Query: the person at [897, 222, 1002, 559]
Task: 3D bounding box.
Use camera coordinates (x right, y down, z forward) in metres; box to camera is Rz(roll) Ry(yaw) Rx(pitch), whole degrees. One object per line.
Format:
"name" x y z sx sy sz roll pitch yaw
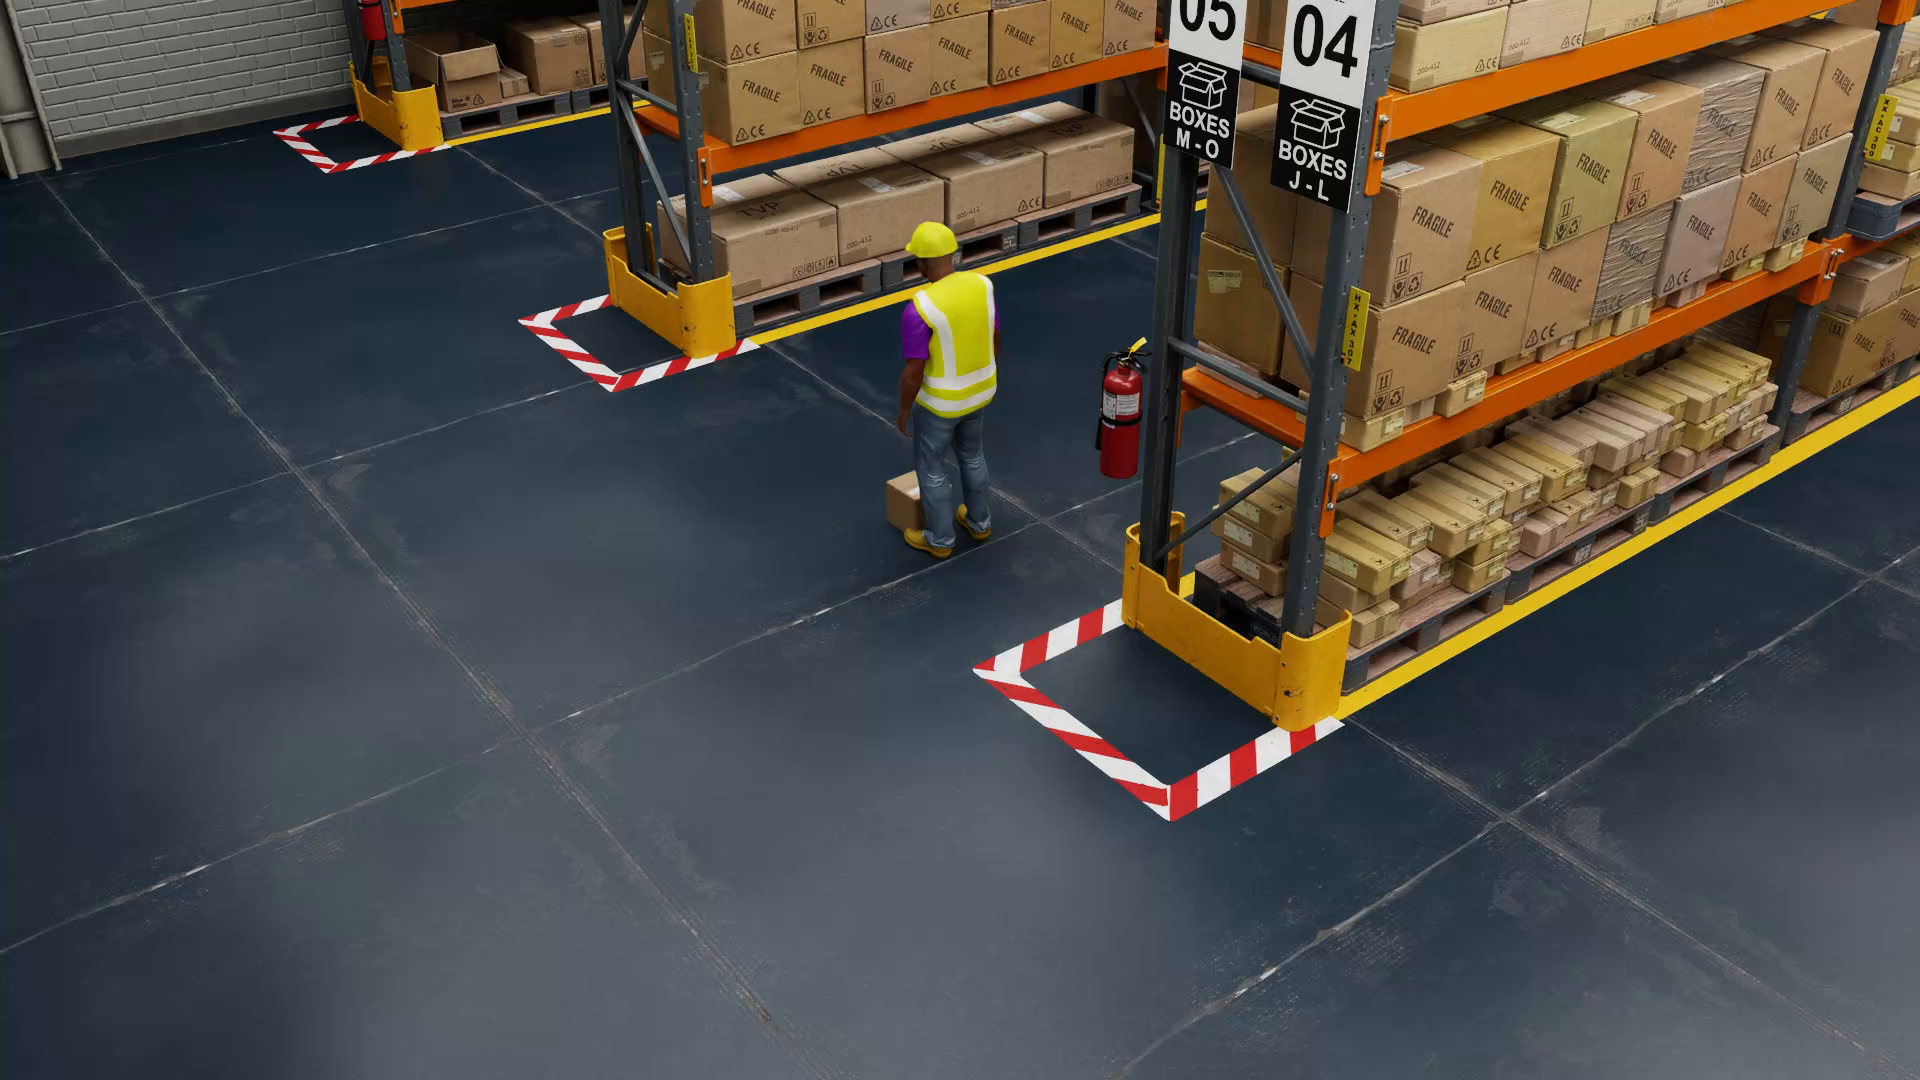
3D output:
"person" -0.067 -0.739 8.303 0.621 1.759 0.461 -24 39 -33
